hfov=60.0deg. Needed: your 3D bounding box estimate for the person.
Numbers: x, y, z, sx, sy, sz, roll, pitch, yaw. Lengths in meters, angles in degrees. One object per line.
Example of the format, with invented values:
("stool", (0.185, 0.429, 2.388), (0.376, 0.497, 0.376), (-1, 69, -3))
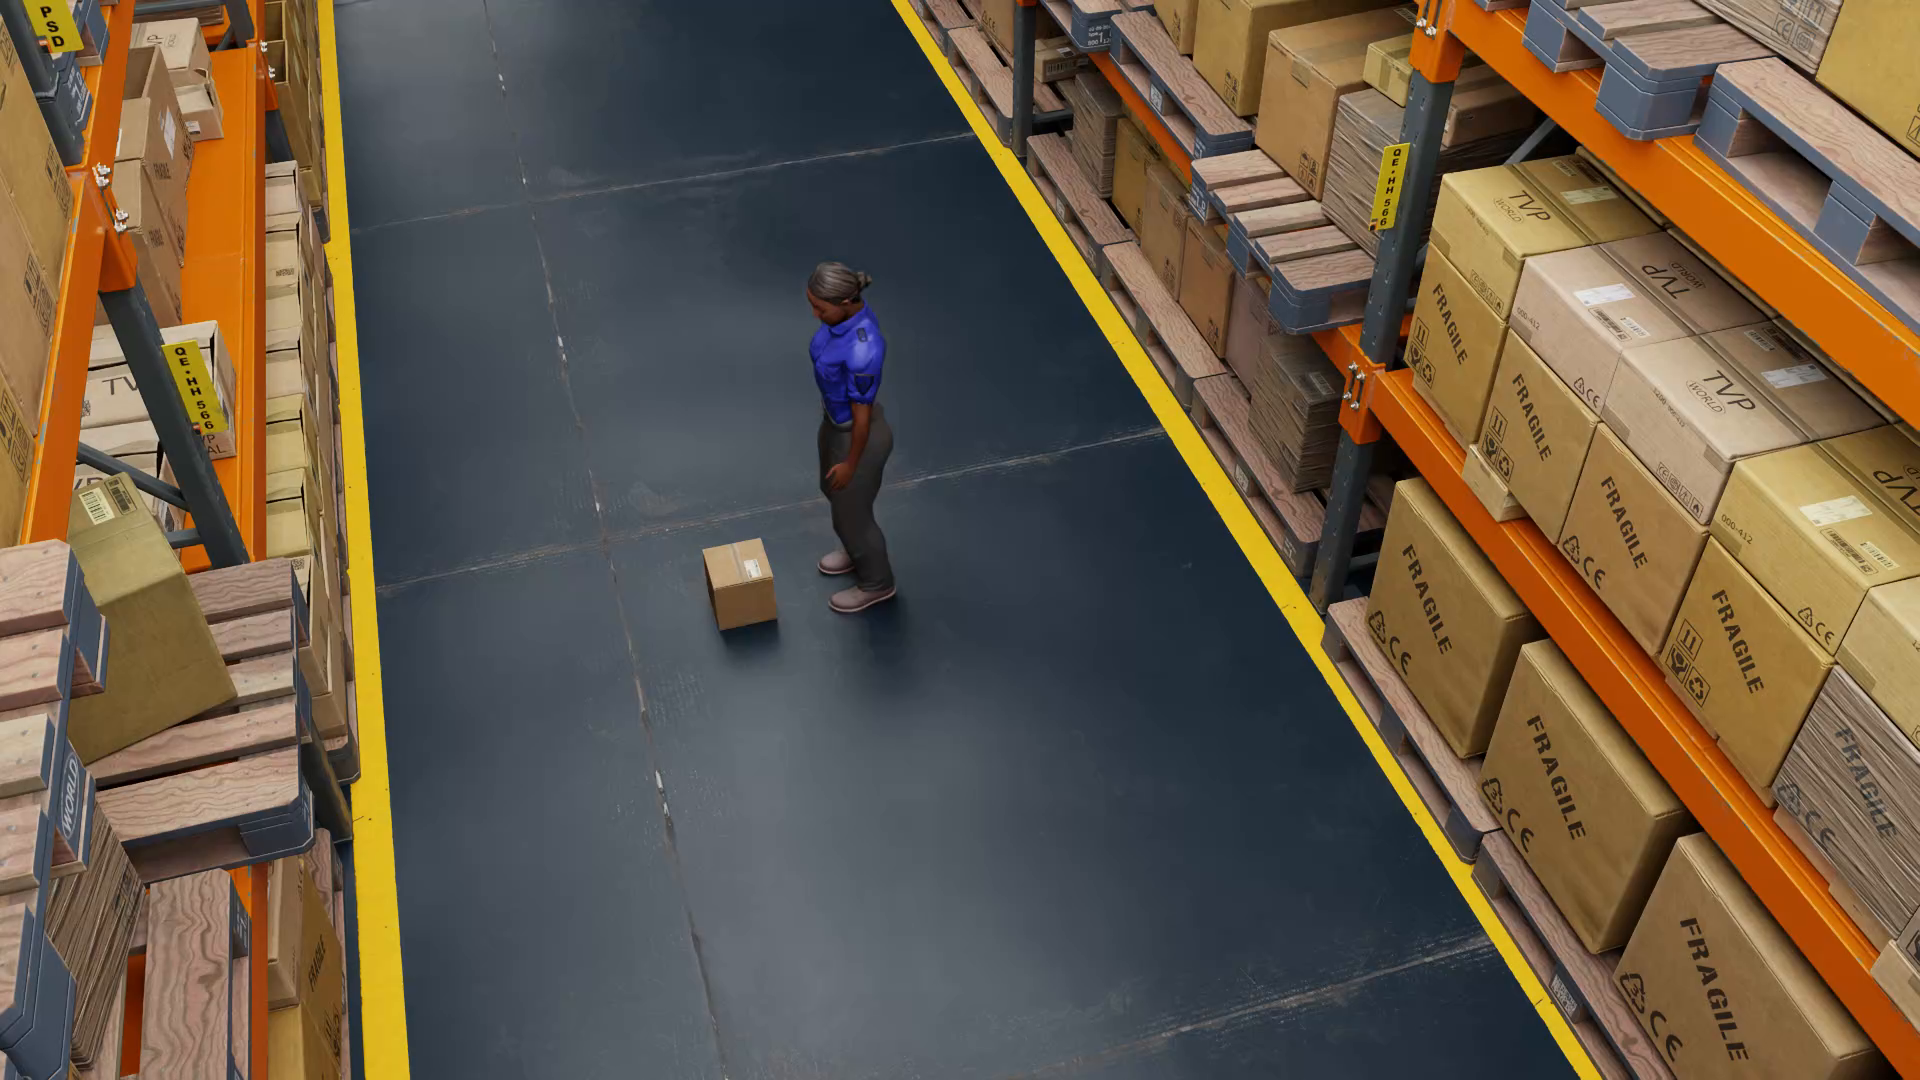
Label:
("person", (-0.433, -0.407, 6.627), (0.314, 1.643, 0.443), (-11, 44, -12))
